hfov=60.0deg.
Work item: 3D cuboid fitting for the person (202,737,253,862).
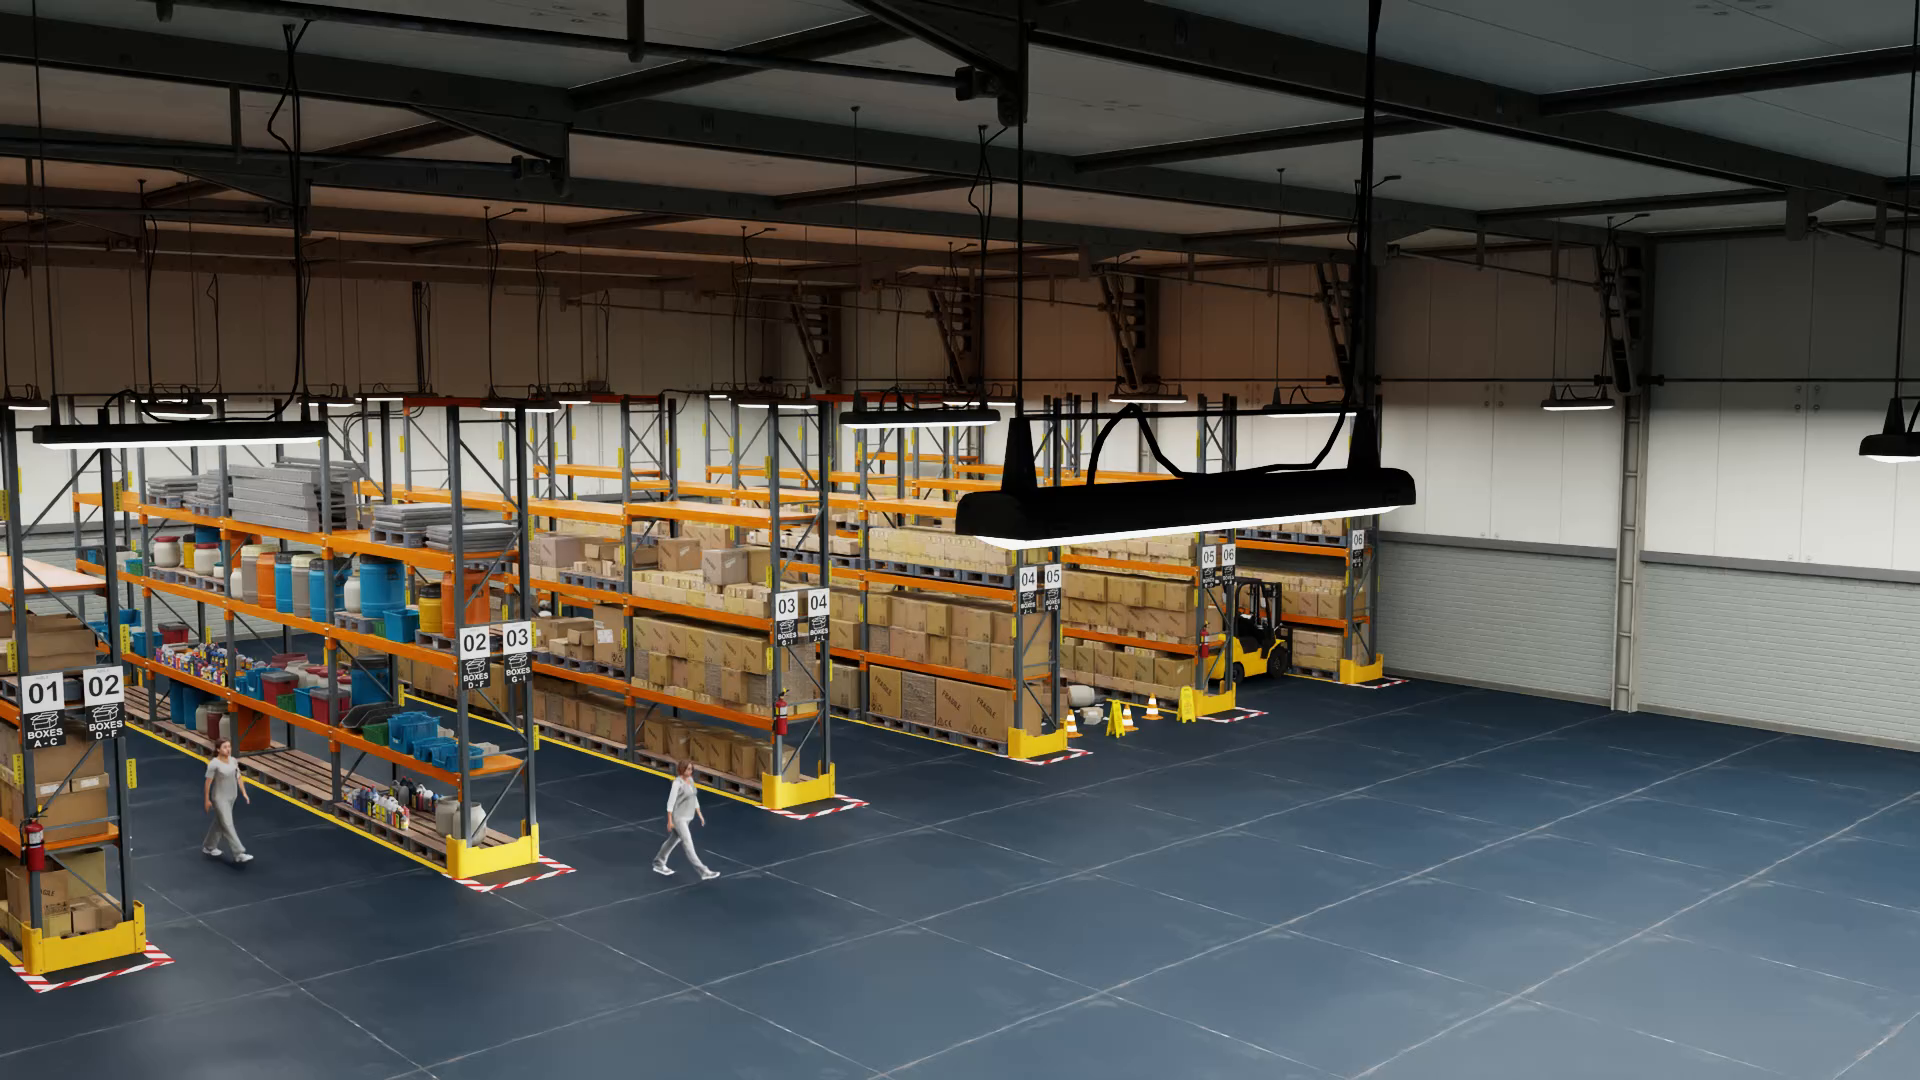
[{"bbox_3d":[-9.596,3.400,21.821,1.042,1.594,0.486,2,6,19],"label":"person"}]

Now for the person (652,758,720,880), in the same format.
[{"bbox_3d":[-3.450,3.514,20.989,1.022,1.533,0.428,1,6,15],"label":"person"}]

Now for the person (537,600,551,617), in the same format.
[{"bbox_3d":[-8.753,2.111,35.174,0.526,1.663,0.502,-1,6,-9],"label":"person"}]
